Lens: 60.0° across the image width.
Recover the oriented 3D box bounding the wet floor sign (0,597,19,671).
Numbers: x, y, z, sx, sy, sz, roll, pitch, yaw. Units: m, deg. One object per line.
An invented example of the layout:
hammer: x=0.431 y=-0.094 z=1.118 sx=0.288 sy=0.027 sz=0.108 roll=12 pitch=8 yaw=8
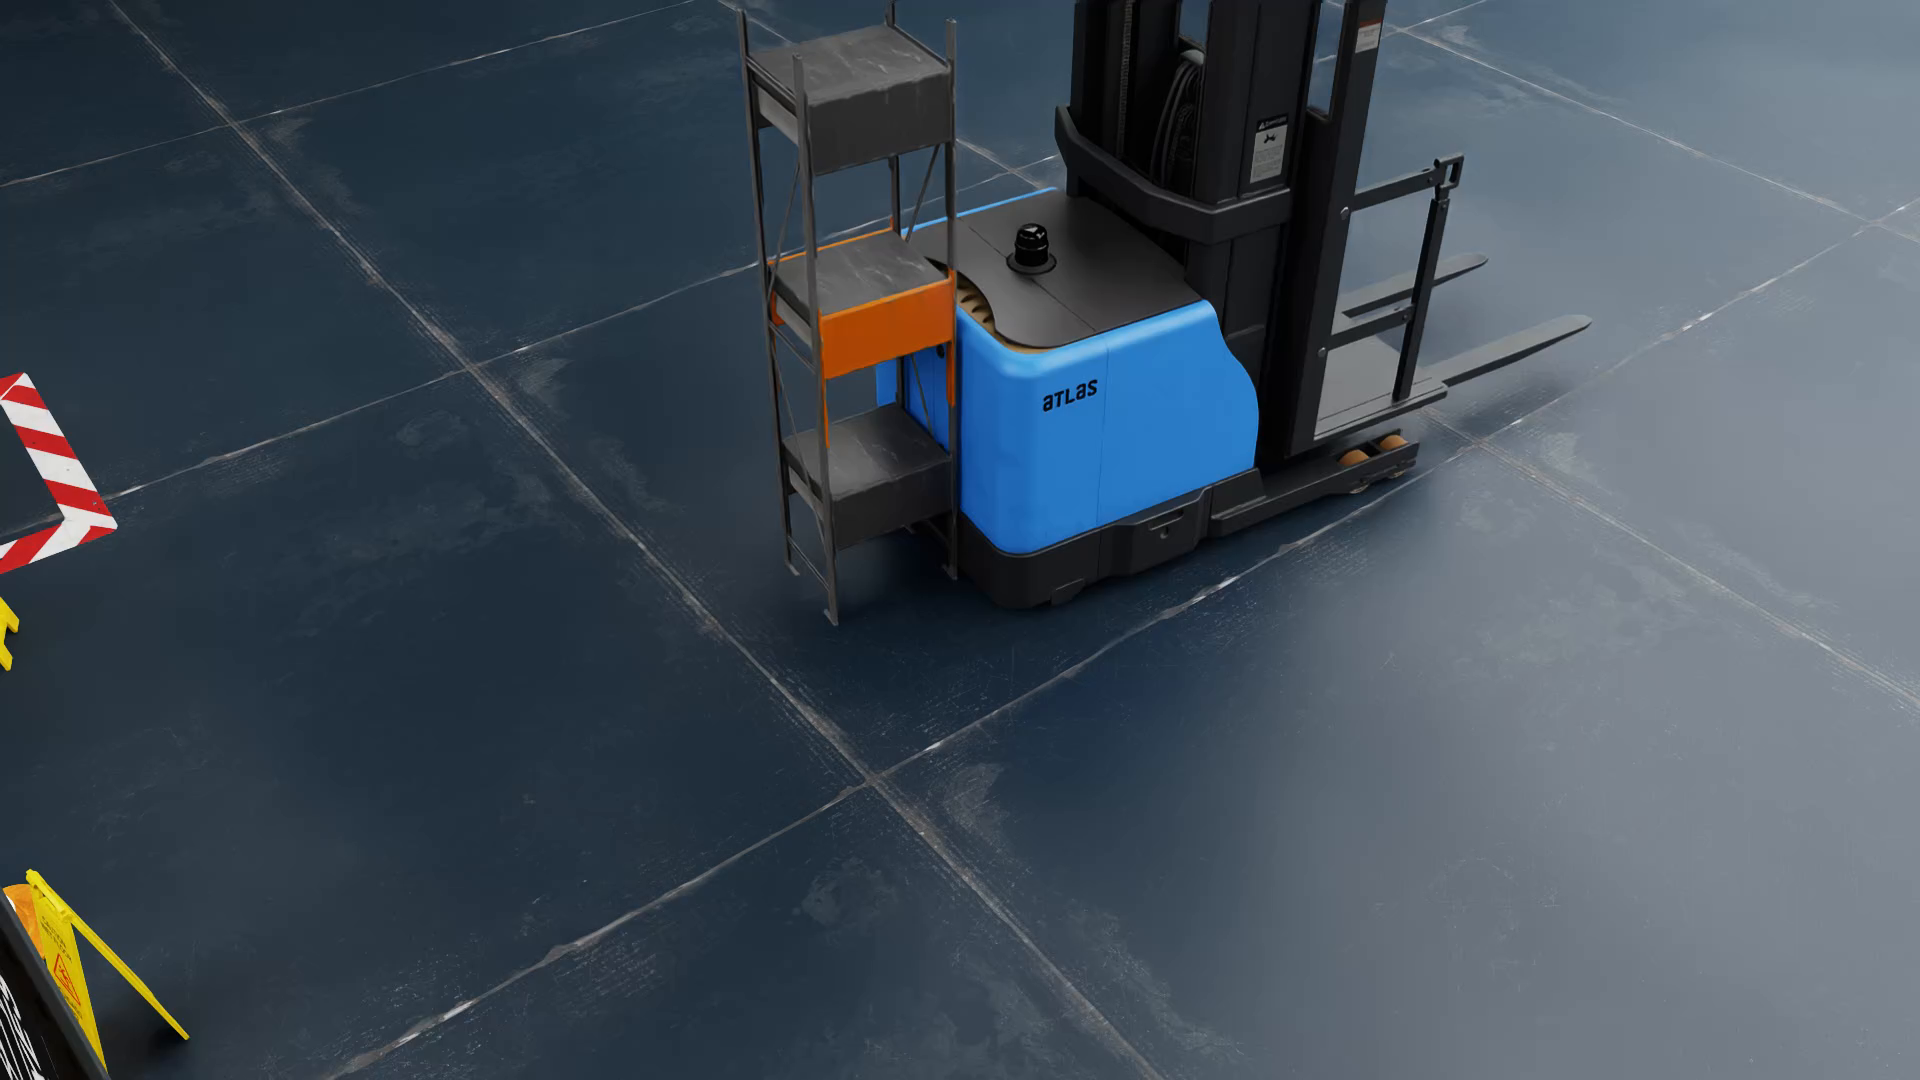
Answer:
wet floor sign: x=-3.408 y=0.140 z=5.571 sx=0.232 sy=0.644 sz=0.267 roll=-11 pitch=41 yaw=-13

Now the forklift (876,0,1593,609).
forklift: x=1.204 y=-1.583 z=5.869 sx=3.031 sy=2.935 sz=1.130 roll=-21 pitch=44 yaw=-23

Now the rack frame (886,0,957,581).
rack frame: x=-0.118 y=-0.773 z=5.536 sx=0.015 sy=2.100 sz=0.400 roll=-21 pitch=44 yaw=-23

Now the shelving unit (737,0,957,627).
shelving unit: x=-0.328 y=-0.694 z=5.440 sx=0.503 sy=2.100 sz=0.431 roll=-21 pitch=44 yaw=-23

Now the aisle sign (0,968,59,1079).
aisle sign: x=-0.875 y=0.334 z=1.429 sx=0.004 sy=0.787 sz=0.394 roll=-26 pitch=46 yaw=-28

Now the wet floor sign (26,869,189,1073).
wet floor sign: x=-2.298 y=1.119 z=4.378 sx=0.267 sy=0.644 sz=0.232 roll=30 pitch=48 yaw=31

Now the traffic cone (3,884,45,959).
traffic cone: x=-2.820 y=0.988 z=4.681 sx=0.334 sy=0.463 sz=0.336 roll=-26 pitch=46 yaw=-28

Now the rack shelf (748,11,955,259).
rack shelf: x=-0.328 y=-1.225 z=5.005 sx=0.480 sy=0.518 sz=0.431 roll=-21 pitch=44 yaw=-23

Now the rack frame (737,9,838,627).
rack frame: x=-0.538 y=-0.615 z=5.345 sx=0.015 sy=2.100 sz=0.400 roll=-21 pitch=44 yaw=-23

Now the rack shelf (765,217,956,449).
rack shelf: x=-0.328 y=-0.683 z=5.449 sx=0.480 sy=0.518 sz=0.431 roll=-21 pitch=44 yaw=-23

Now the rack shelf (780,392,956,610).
rack shelf: x=-0.328 y=-0.142 z=5.893 sx=0.480 sy=0.518 sz=0.431 roll=-21 pitch=44 yaw=-23
